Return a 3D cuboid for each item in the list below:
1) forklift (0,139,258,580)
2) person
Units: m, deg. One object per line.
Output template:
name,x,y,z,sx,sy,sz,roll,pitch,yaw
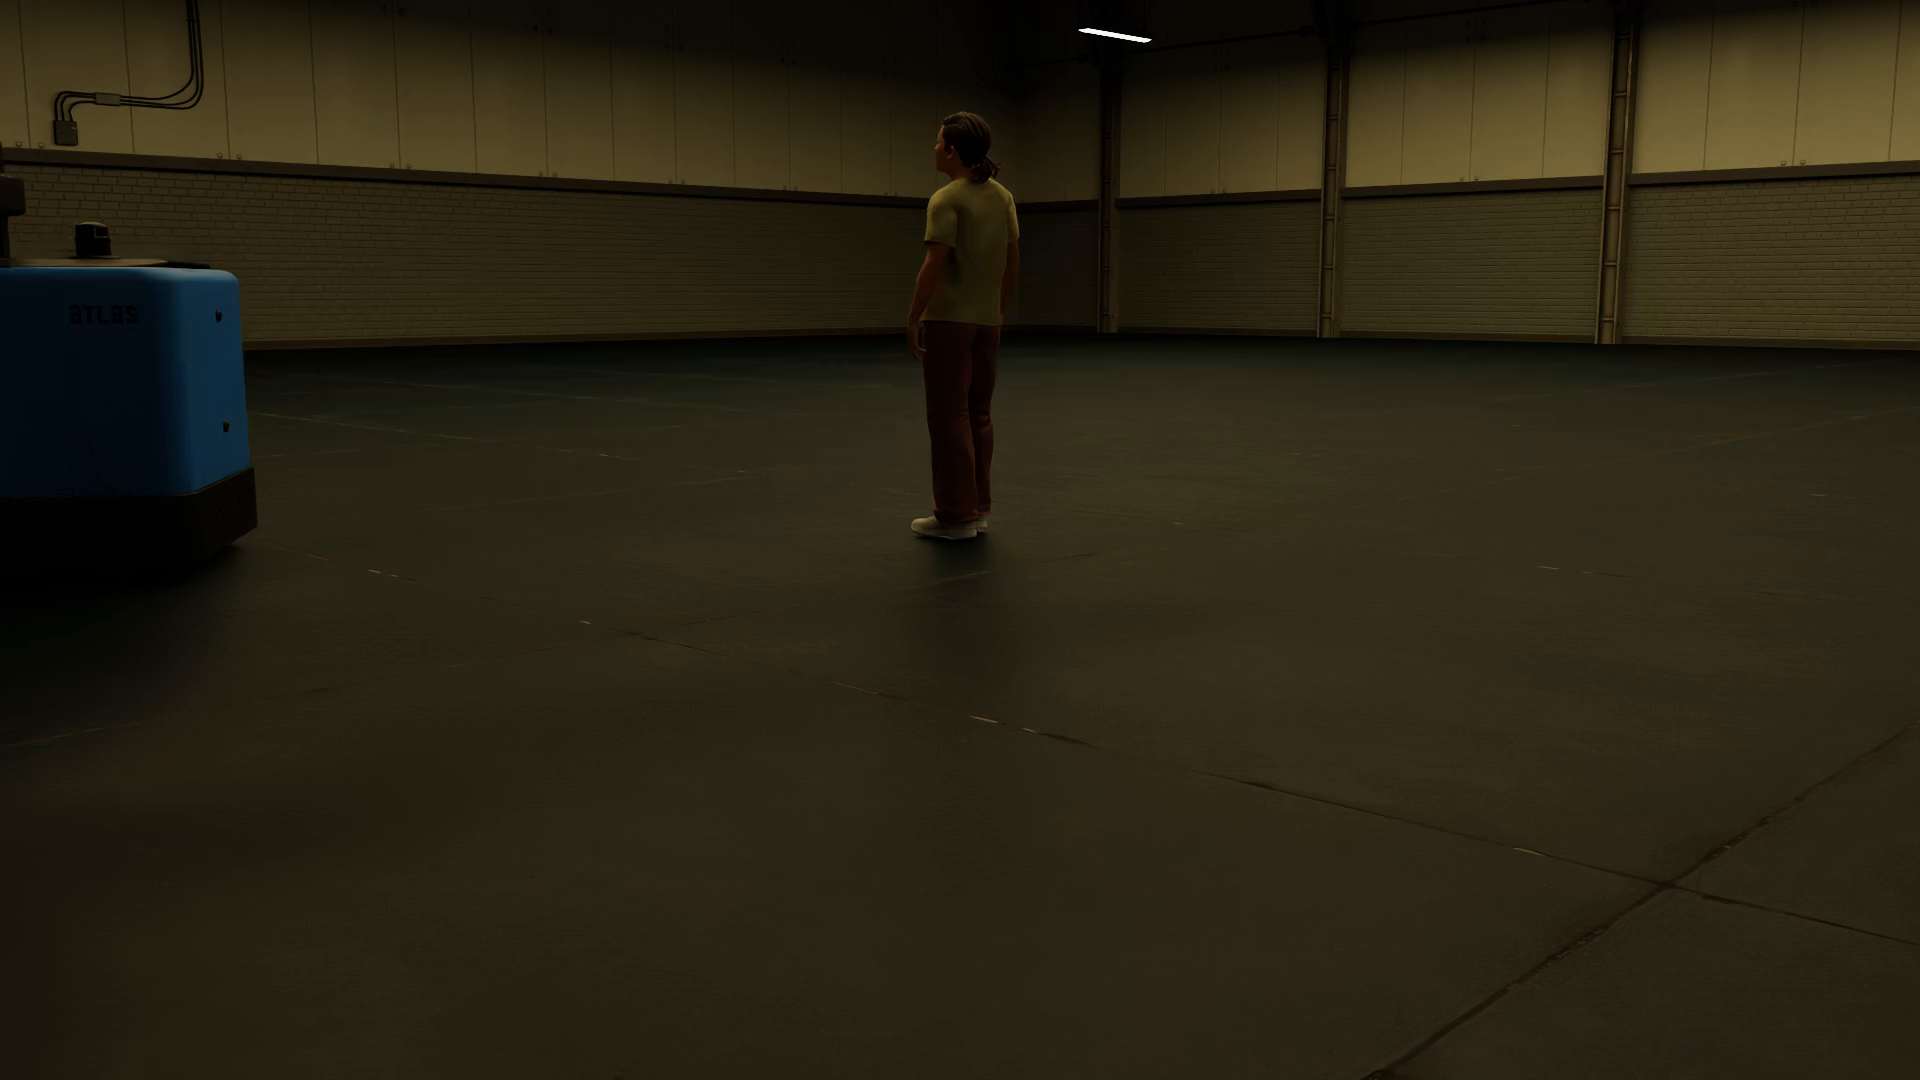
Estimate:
forklift,-4.189,-1.326,5.680,3.031,2.935,1.130,-2,9,-11
person,-0.045,-0.844,6.650,0.549,1.674,0.555,8,12,43
